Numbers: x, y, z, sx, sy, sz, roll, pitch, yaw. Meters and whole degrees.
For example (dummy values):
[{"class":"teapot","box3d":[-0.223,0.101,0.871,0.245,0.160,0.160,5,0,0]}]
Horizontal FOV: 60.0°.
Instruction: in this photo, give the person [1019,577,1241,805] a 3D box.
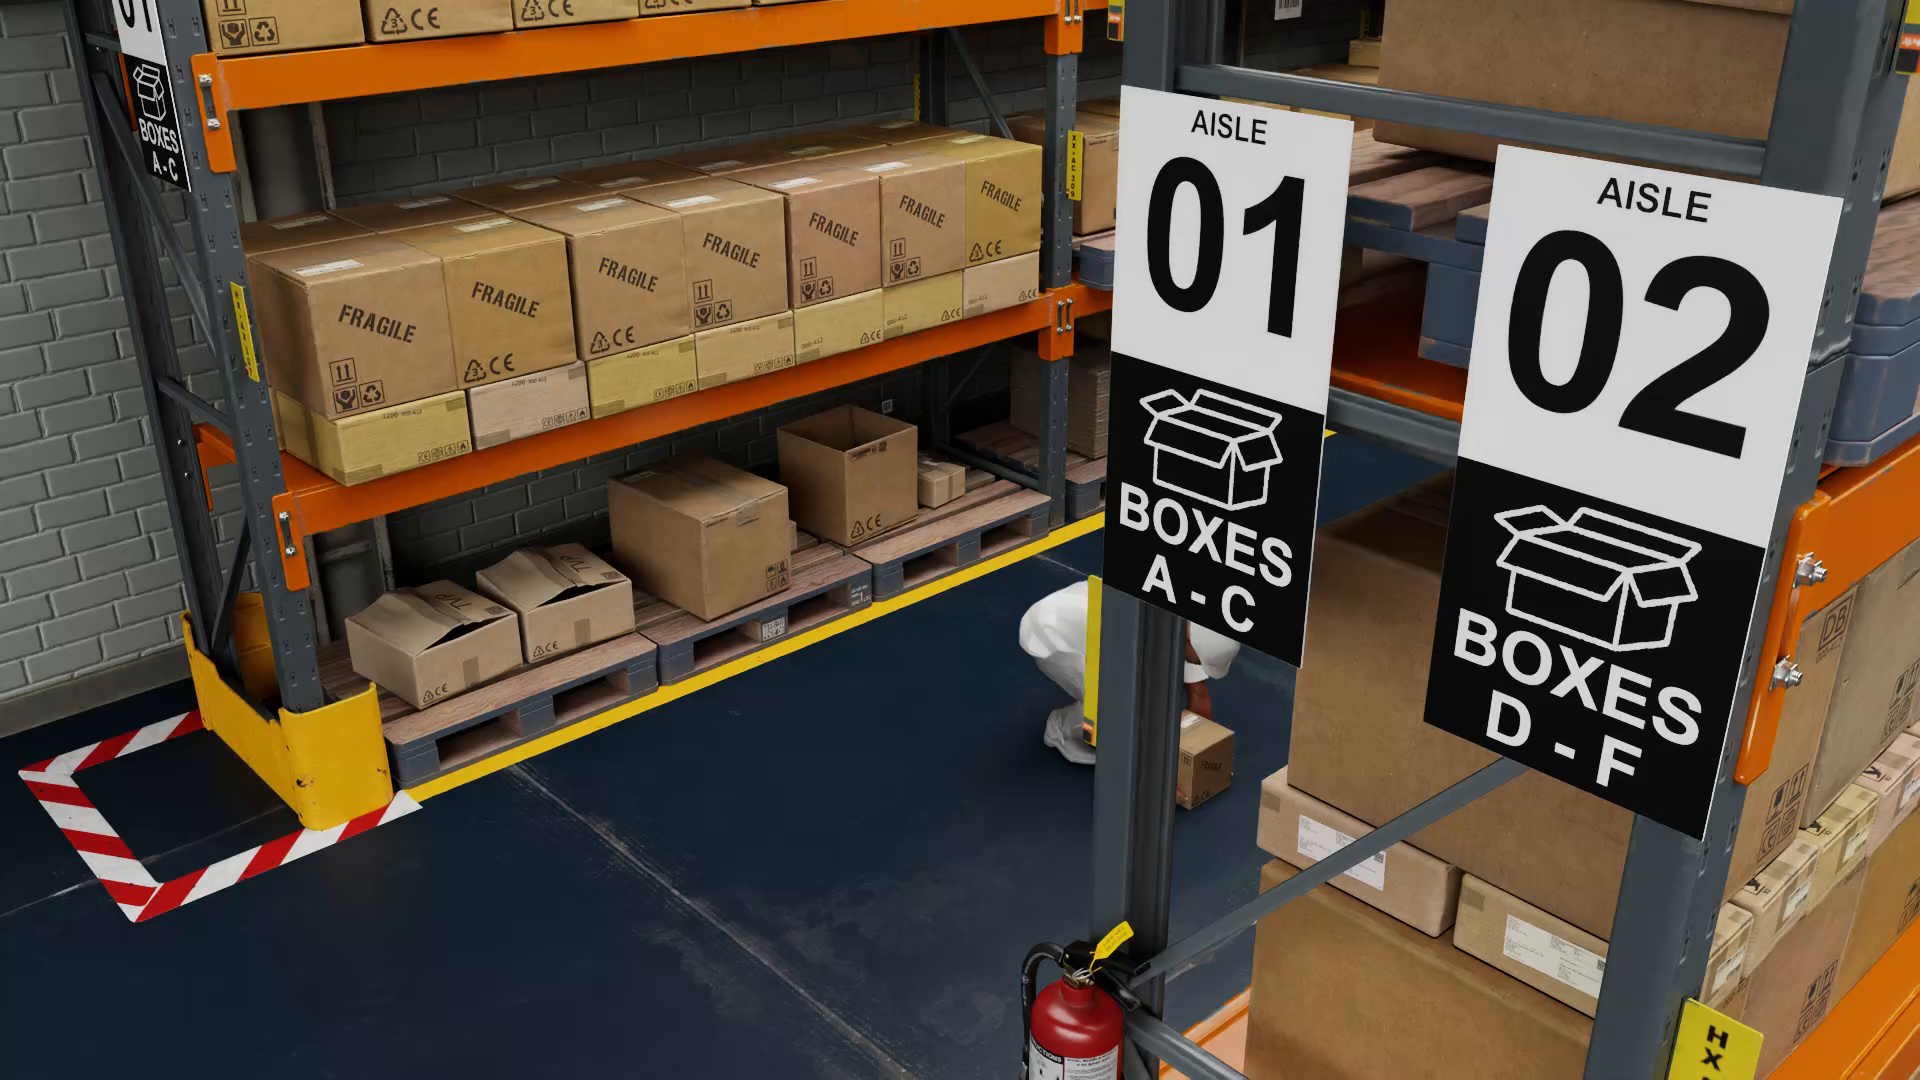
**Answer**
[{"class":"person","box3d":[0.692,0.535,6.635,0.534,0.843,0.949,-22,32,-40]}]
